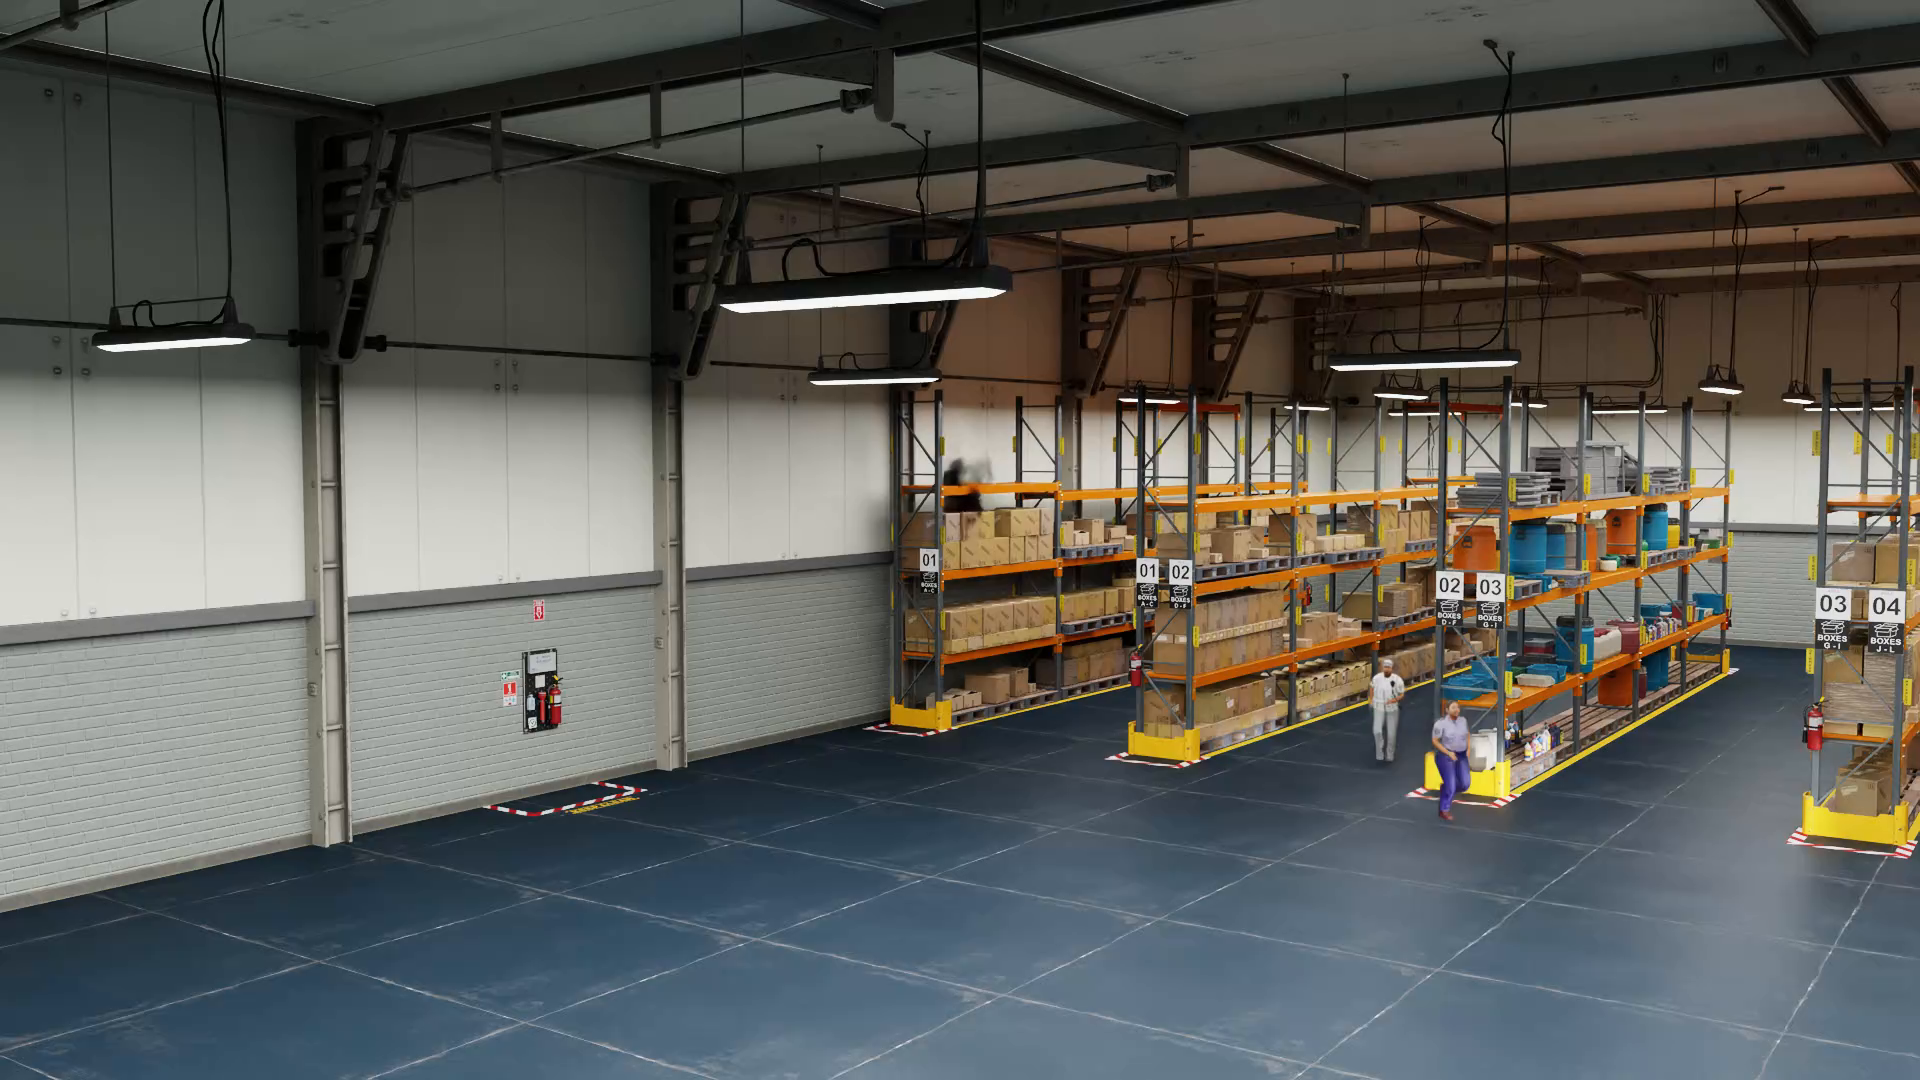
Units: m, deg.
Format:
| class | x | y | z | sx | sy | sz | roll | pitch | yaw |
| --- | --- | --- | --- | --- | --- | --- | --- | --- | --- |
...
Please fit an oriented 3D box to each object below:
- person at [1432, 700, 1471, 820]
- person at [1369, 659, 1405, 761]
| class | x | y | z | sx | sy | sz | roll | pitch | yaw |
| --- | --- | --- | --- | --- | --- | --- | --- | --- | --- |
| person | 6.640 | 2.949 | 22.387 | 0.641 | 1.608 | 0.587 | -1 | 3 | -18 |
| person | 6.737 | 2.696 | 26.299 | 0.576 | 1.631 | 0.703 | 1 | 3 | 21 |
